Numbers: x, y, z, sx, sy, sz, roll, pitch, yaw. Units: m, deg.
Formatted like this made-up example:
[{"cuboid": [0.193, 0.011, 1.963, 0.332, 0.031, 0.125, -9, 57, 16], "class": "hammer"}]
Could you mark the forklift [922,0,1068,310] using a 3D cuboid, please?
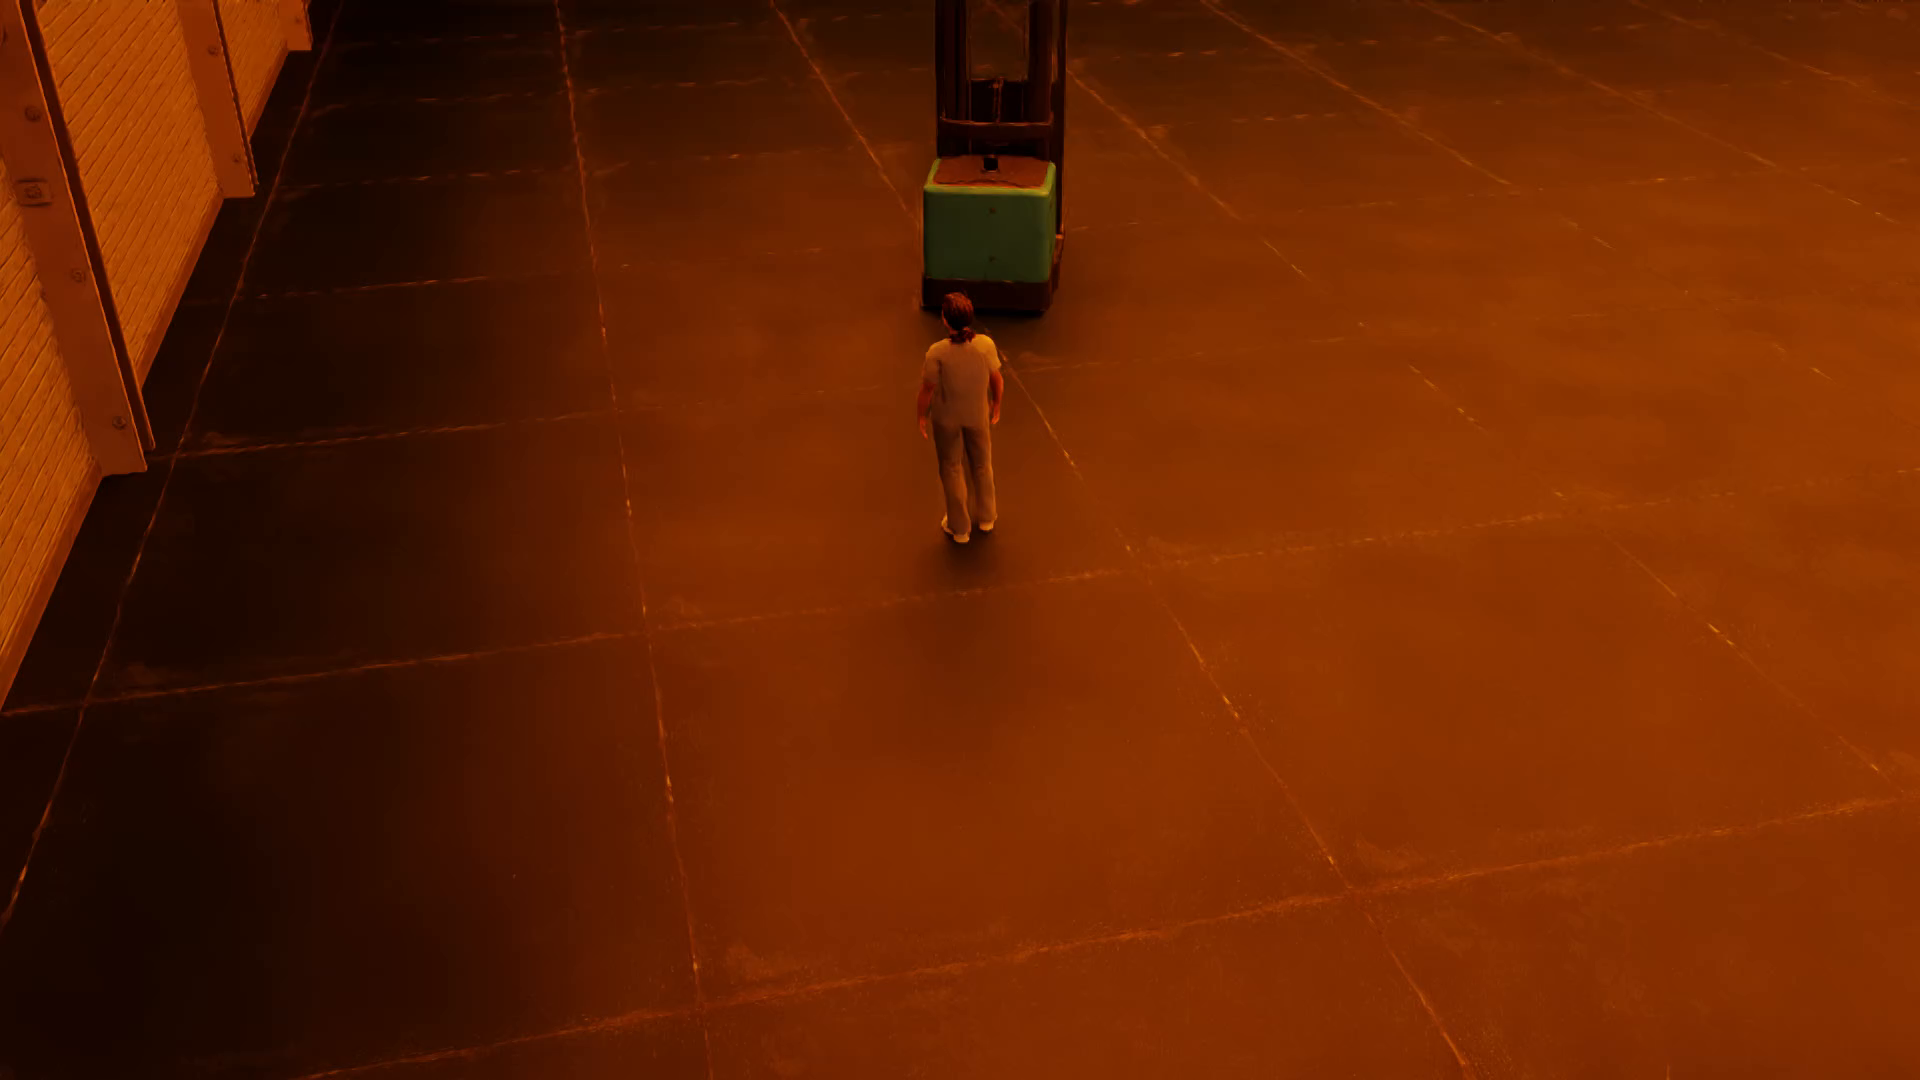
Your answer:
[{"cuboid": [0.370, -3.864, 14.249, 1.130, 2.935, 3.031, 3, 30, 6], "class": "forklift"}]

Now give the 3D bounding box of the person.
[{"cuboid": [-0.004, -0.769, 10.142, 0.550, 1.674, 0.548, -7, 31, -12], "class": "person"}]
